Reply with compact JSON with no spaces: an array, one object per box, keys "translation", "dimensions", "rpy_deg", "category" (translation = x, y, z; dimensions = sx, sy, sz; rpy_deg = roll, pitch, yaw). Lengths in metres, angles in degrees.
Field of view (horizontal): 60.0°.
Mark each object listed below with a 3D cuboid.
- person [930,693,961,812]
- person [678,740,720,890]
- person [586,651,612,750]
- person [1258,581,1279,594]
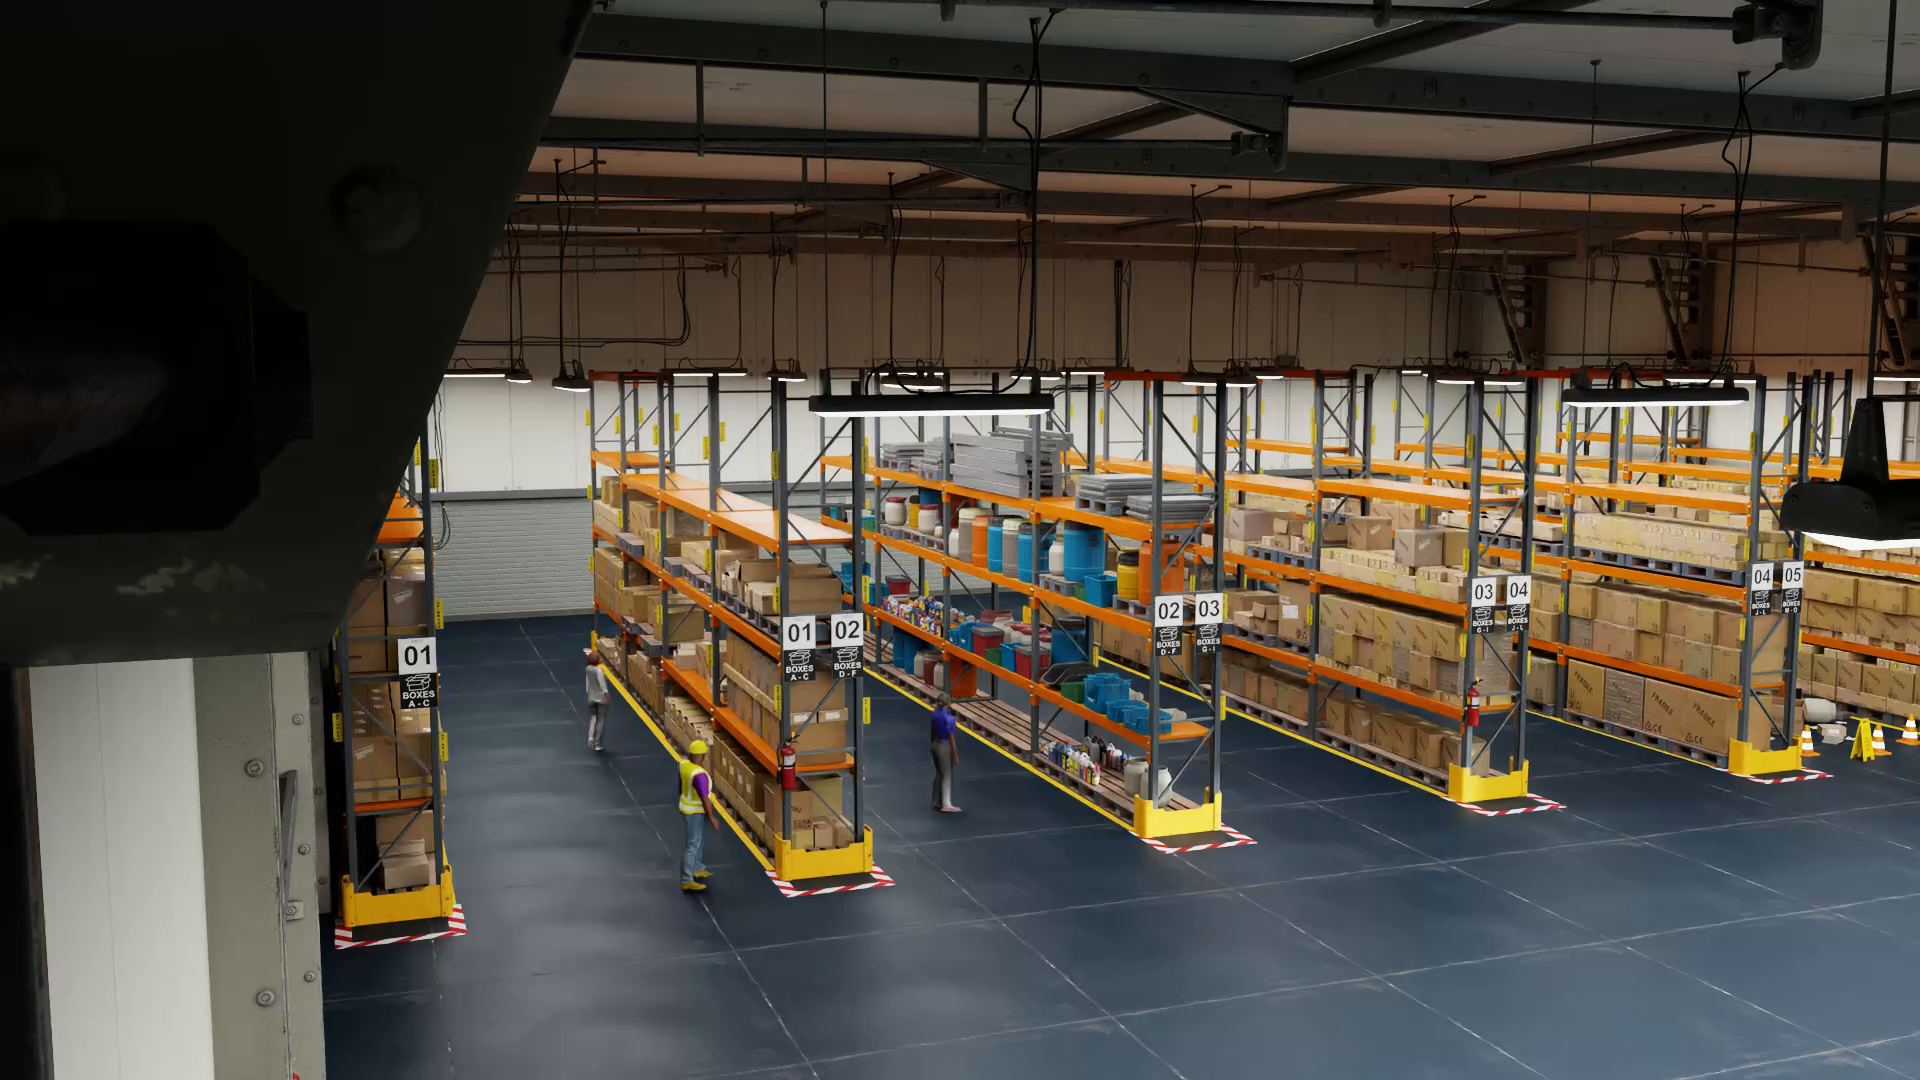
[{"translation":[-0.215,2.977,23.124],"dimensions":[0.349,1.743,0.541],"rpy_deg":[-3,7,-28],"category":"person"},{"translation":[-3.142,3.261,19.847],"dimensions":[0.509,1.803,0.686],"rpy_deg":[-2,7,-20],"category":"person"},{"translation":[-5.781,2.559,26.604],"dimensions":[0.446,1.592,0.390],"rpy_deg":[2,7,14],"category":"person"},{"translation":[7.810,0.730,42.728],"dimensions":[0.826,1.646,0.522],"rpy_deg":[-3,7,-28],"category":"person"}]
